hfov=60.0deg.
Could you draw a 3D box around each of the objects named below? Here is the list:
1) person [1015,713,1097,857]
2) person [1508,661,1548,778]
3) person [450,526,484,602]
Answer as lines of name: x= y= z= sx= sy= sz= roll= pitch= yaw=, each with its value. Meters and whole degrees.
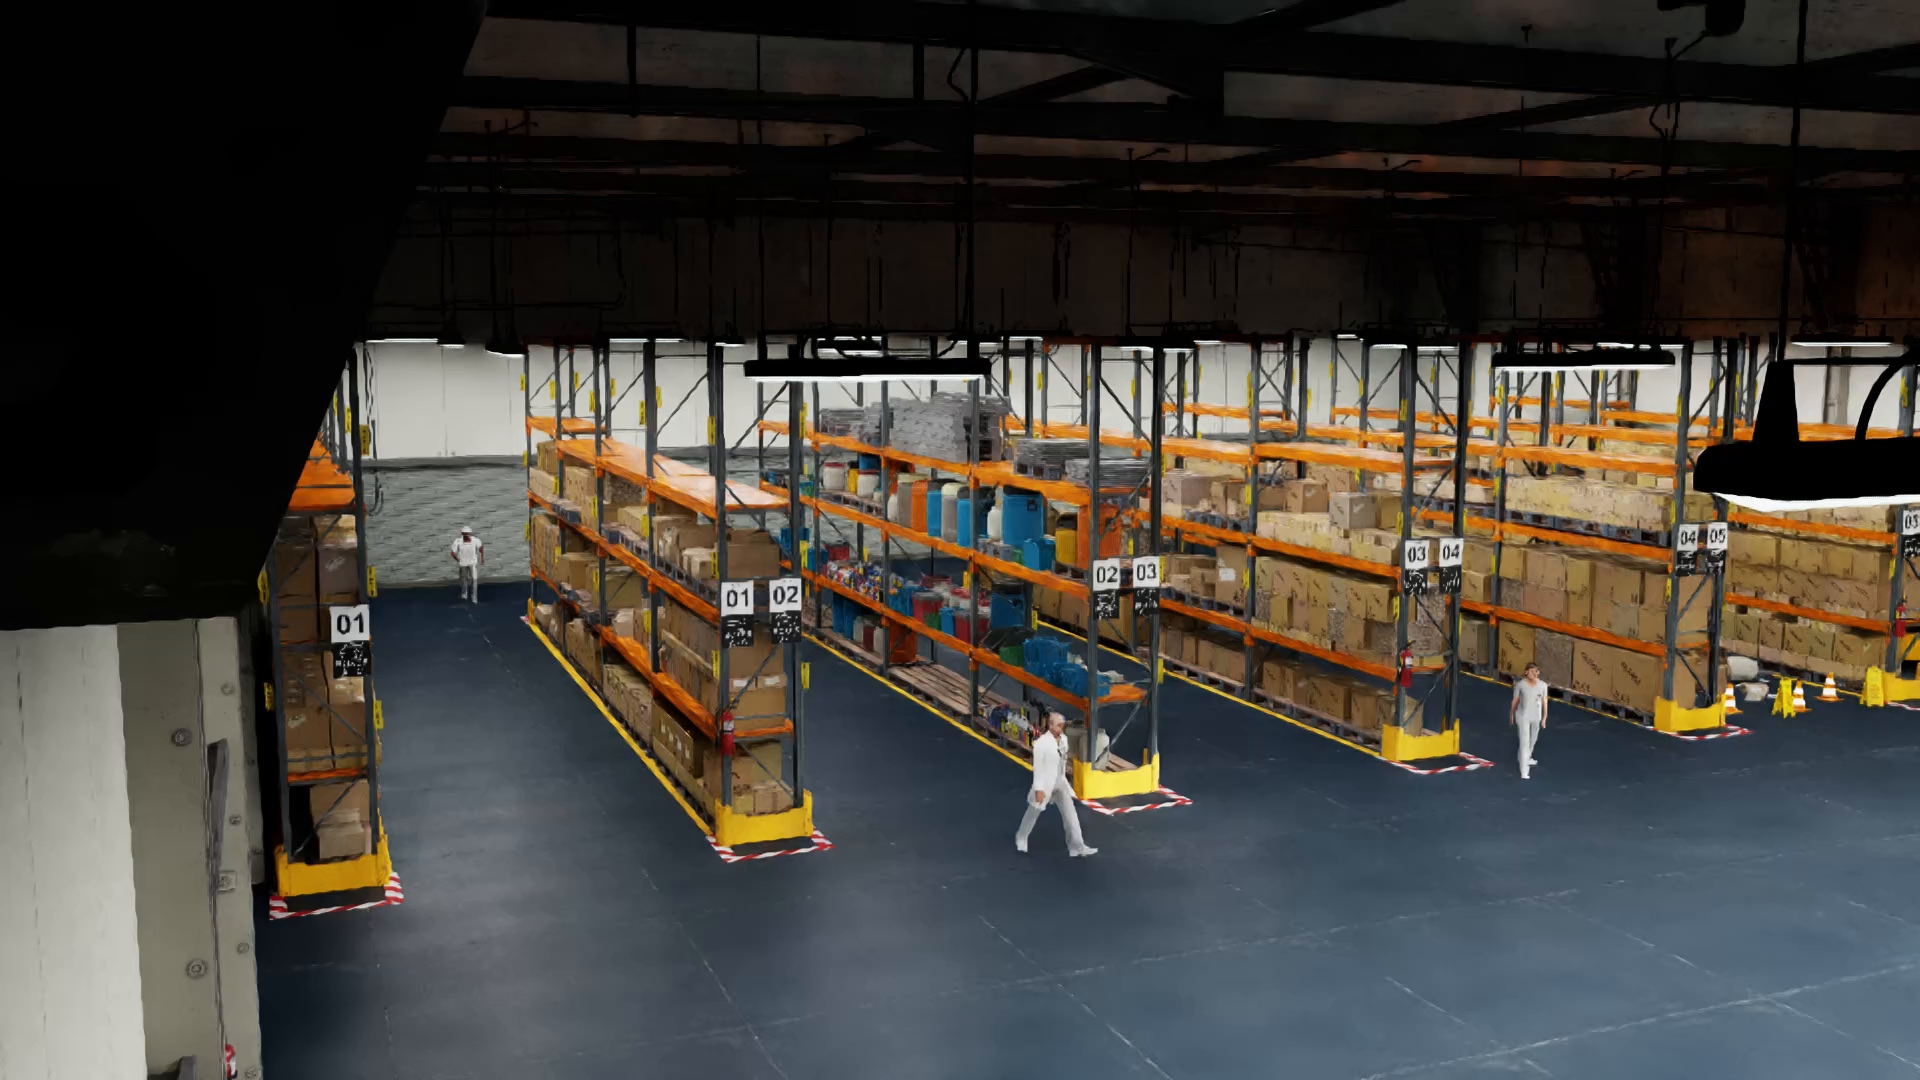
person: x=1.090 y=2.879 z=19.616 sx=1.031 sy=1.735 sz=0.634 roll=7 pitch=11 yaw=44
person: x=7.922 y=2.460 z=23.180 sx=0.480 sy=1.610 sz=0.955 roll=0 pitch=8 yaw=-1
person: x=-11.066 y=0.520 z=37.384 sx=0.734 sy=1.697 sz=0.856 roll=-2 pitch=8 yaw=-17
